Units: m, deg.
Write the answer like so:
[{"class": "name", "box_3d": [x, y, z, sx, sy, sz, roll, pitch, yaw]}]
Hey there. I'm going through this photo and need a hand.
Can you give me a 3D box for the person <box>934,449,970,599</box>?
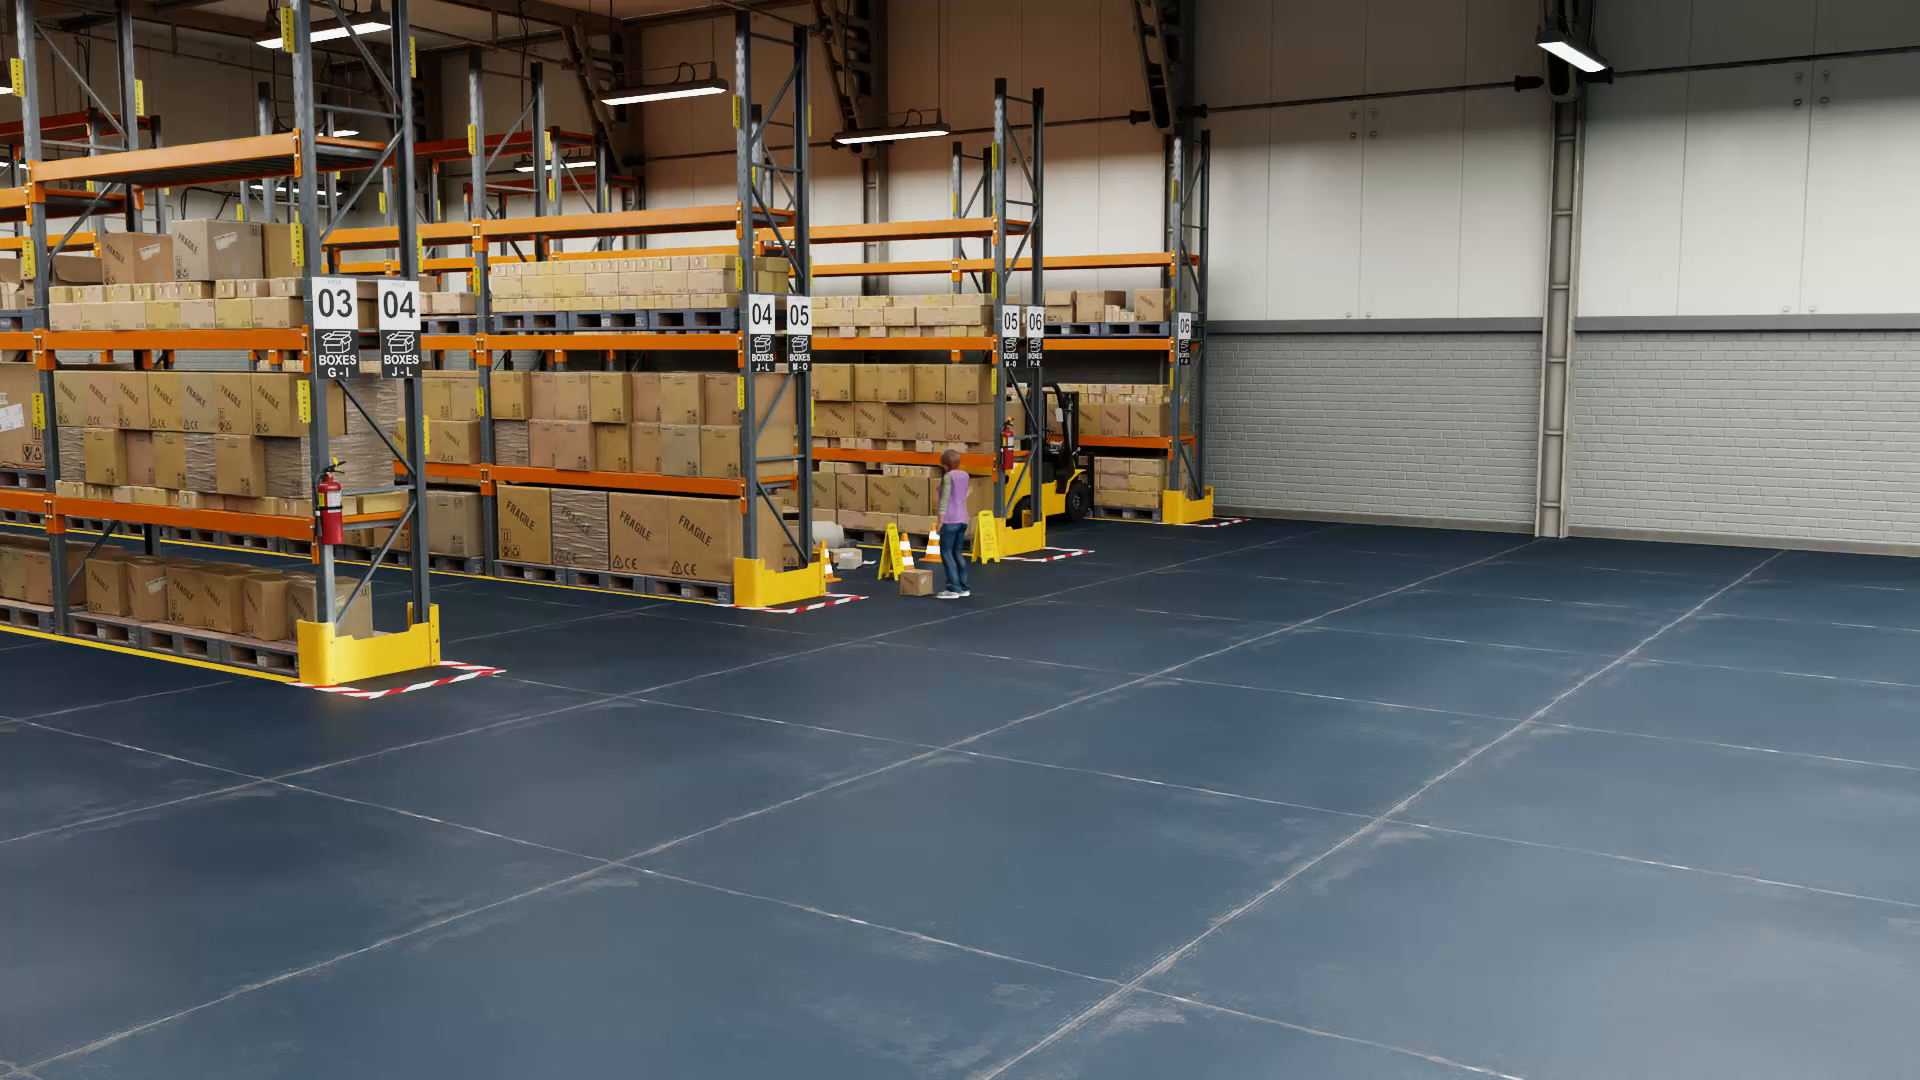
[{"class": "person", "box_3d": [-0.079, -0.169, 17.717, 0.299, 1.593, 0.408, 5, 8, 35]}]
